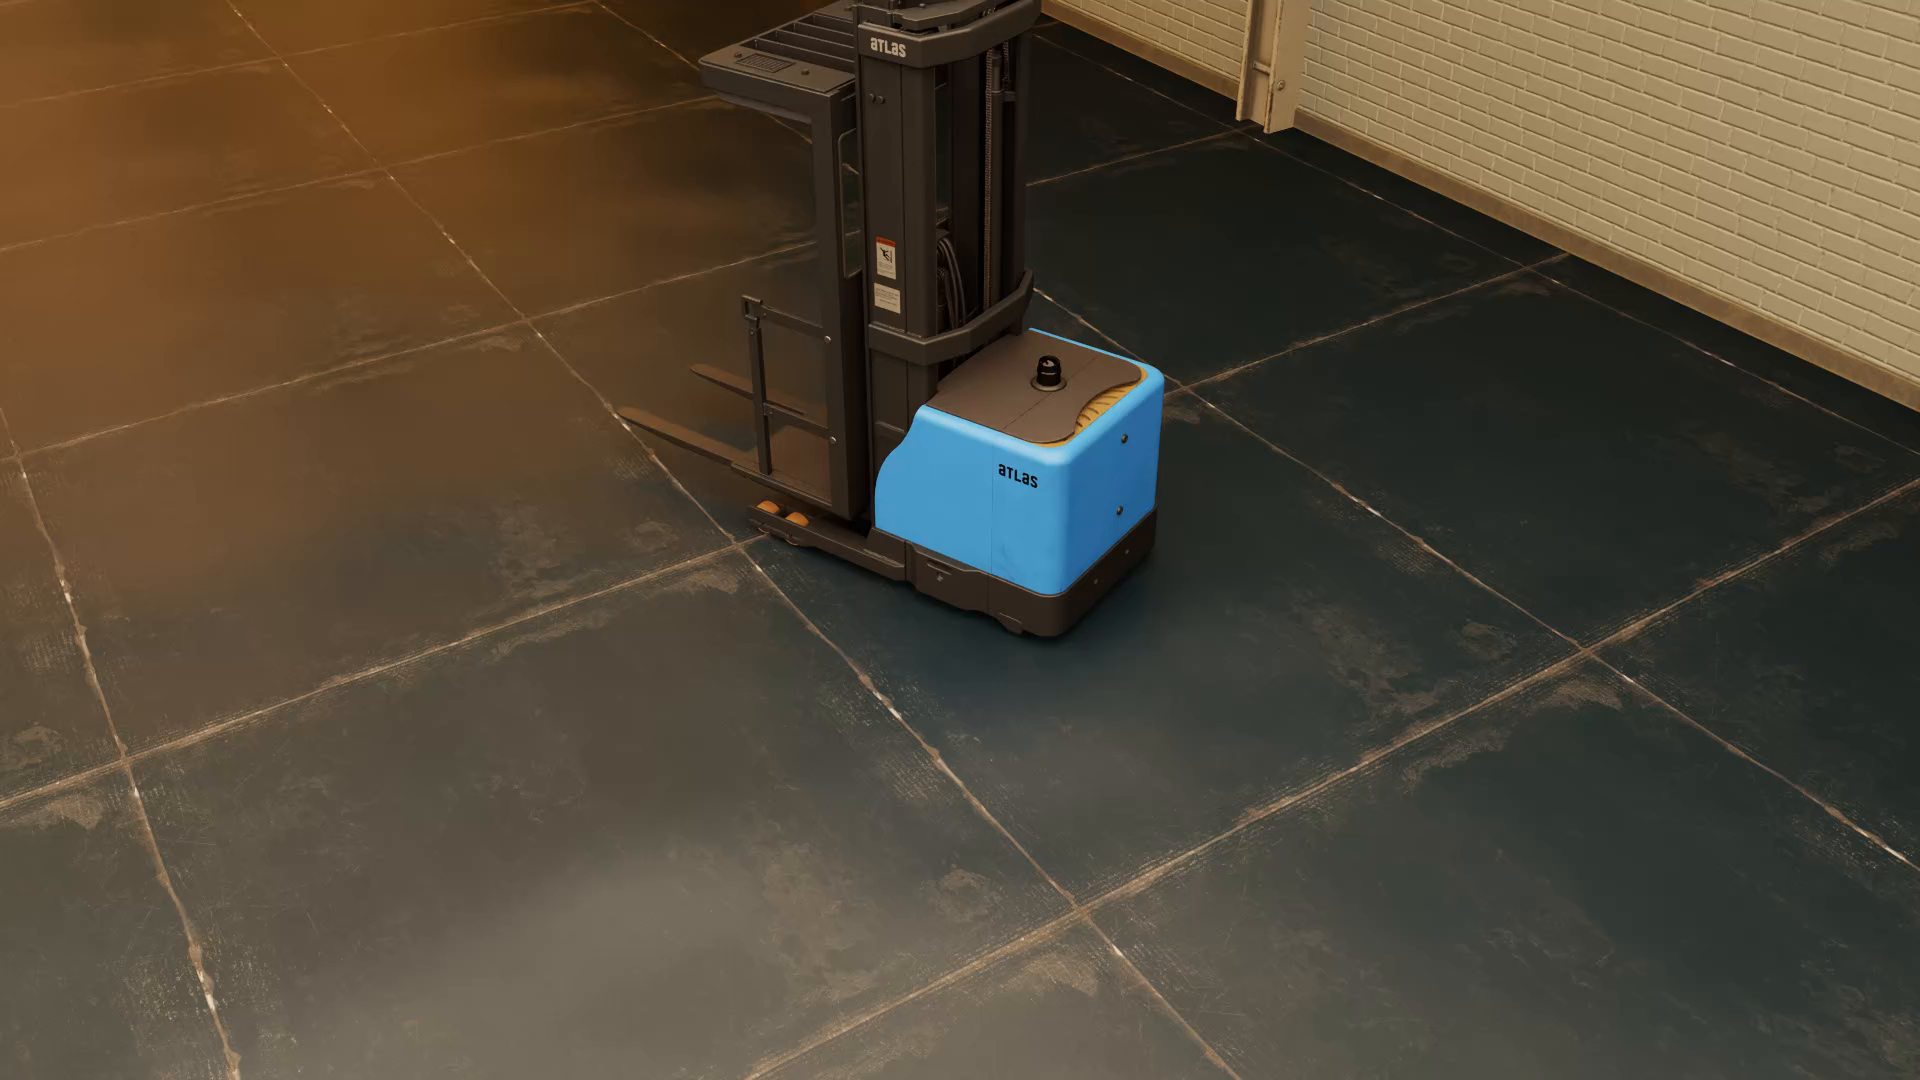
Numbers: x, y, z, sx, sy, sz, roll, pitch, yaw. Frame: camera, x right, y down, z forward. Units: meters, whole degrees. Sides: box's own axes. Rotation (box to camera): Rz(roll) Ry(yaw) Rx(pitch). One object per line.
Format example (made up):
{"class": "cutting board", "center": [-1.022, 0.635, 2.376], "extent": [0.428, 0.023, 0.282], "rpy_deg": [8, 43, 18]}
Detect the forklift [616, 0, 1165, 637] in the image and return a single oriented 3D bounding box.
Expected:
{"class": "forklift", "center": [-0.500, -1.399, 8.138], "extent": [3.031, 2.935, 1.130], "rpy_deg": [22, 41, 28]}
